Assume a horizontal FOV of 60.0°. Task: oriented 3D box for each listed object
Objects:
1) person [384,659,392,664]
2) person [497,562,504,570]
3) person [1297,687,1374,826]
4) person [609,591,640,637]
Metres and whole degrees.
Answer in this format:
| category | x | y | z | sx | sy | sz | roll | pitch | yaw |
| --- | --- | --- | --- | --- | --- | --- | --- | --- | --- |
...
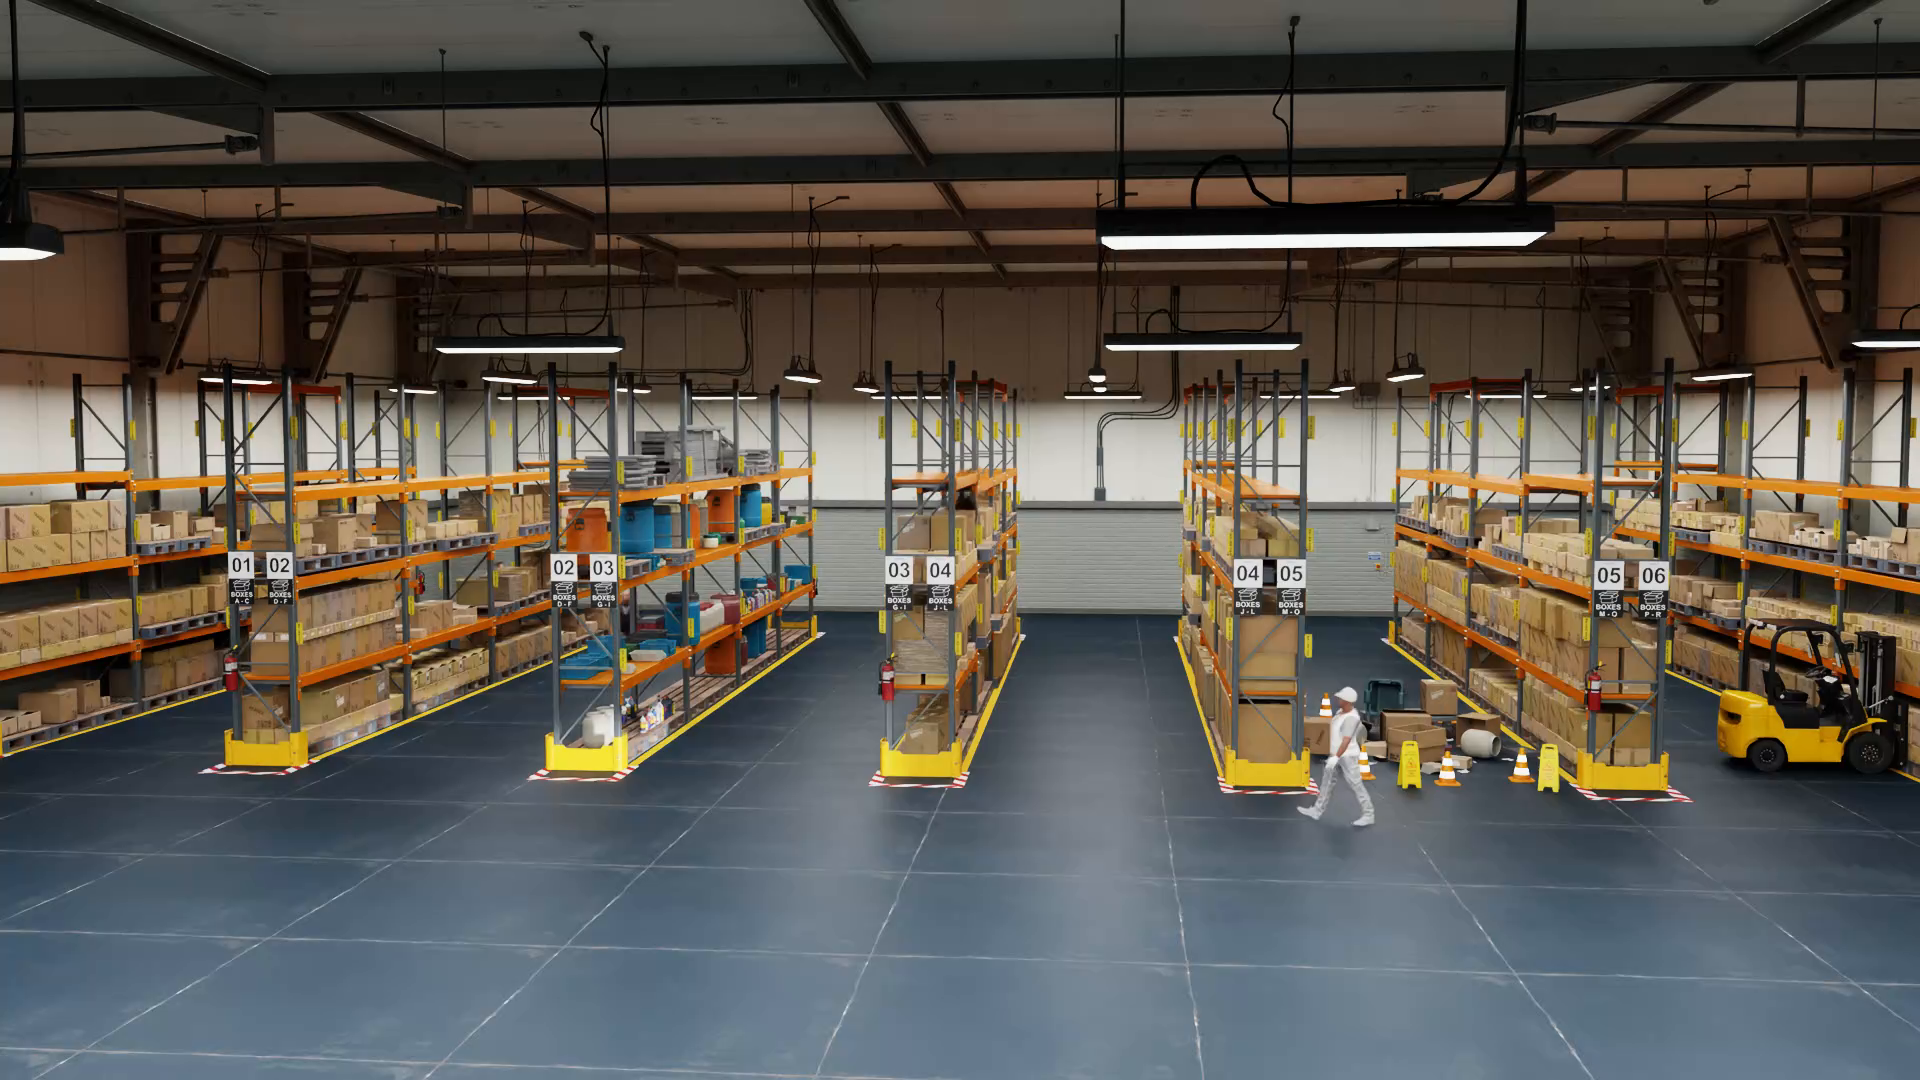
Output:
| category | x | y | z | sx | sy | sz | roll | pitch | yaw |
| --- | --- | --- | --- | --- | --- | --- | --- | --- | --- |
| person | -11.997 | 1.897 | 34.300 | 0.746 | 1.763 | 0.995 | 0 | 4 | 4 |
| person | -11.863 | 1.375 | 42.840 | 0.959 | 1.620 | 0.488 | 1 | 4 | 19 |
| person | 4.795 | 2.726 | 21.124 | 0.824 | 1.750 | 0.679 | -1 | 4 | -8 |
| person | -6.946 | 1.903 | 34.484 | 0.697 | 1.702 | 0.992 | 0 | 4 | 4 |
